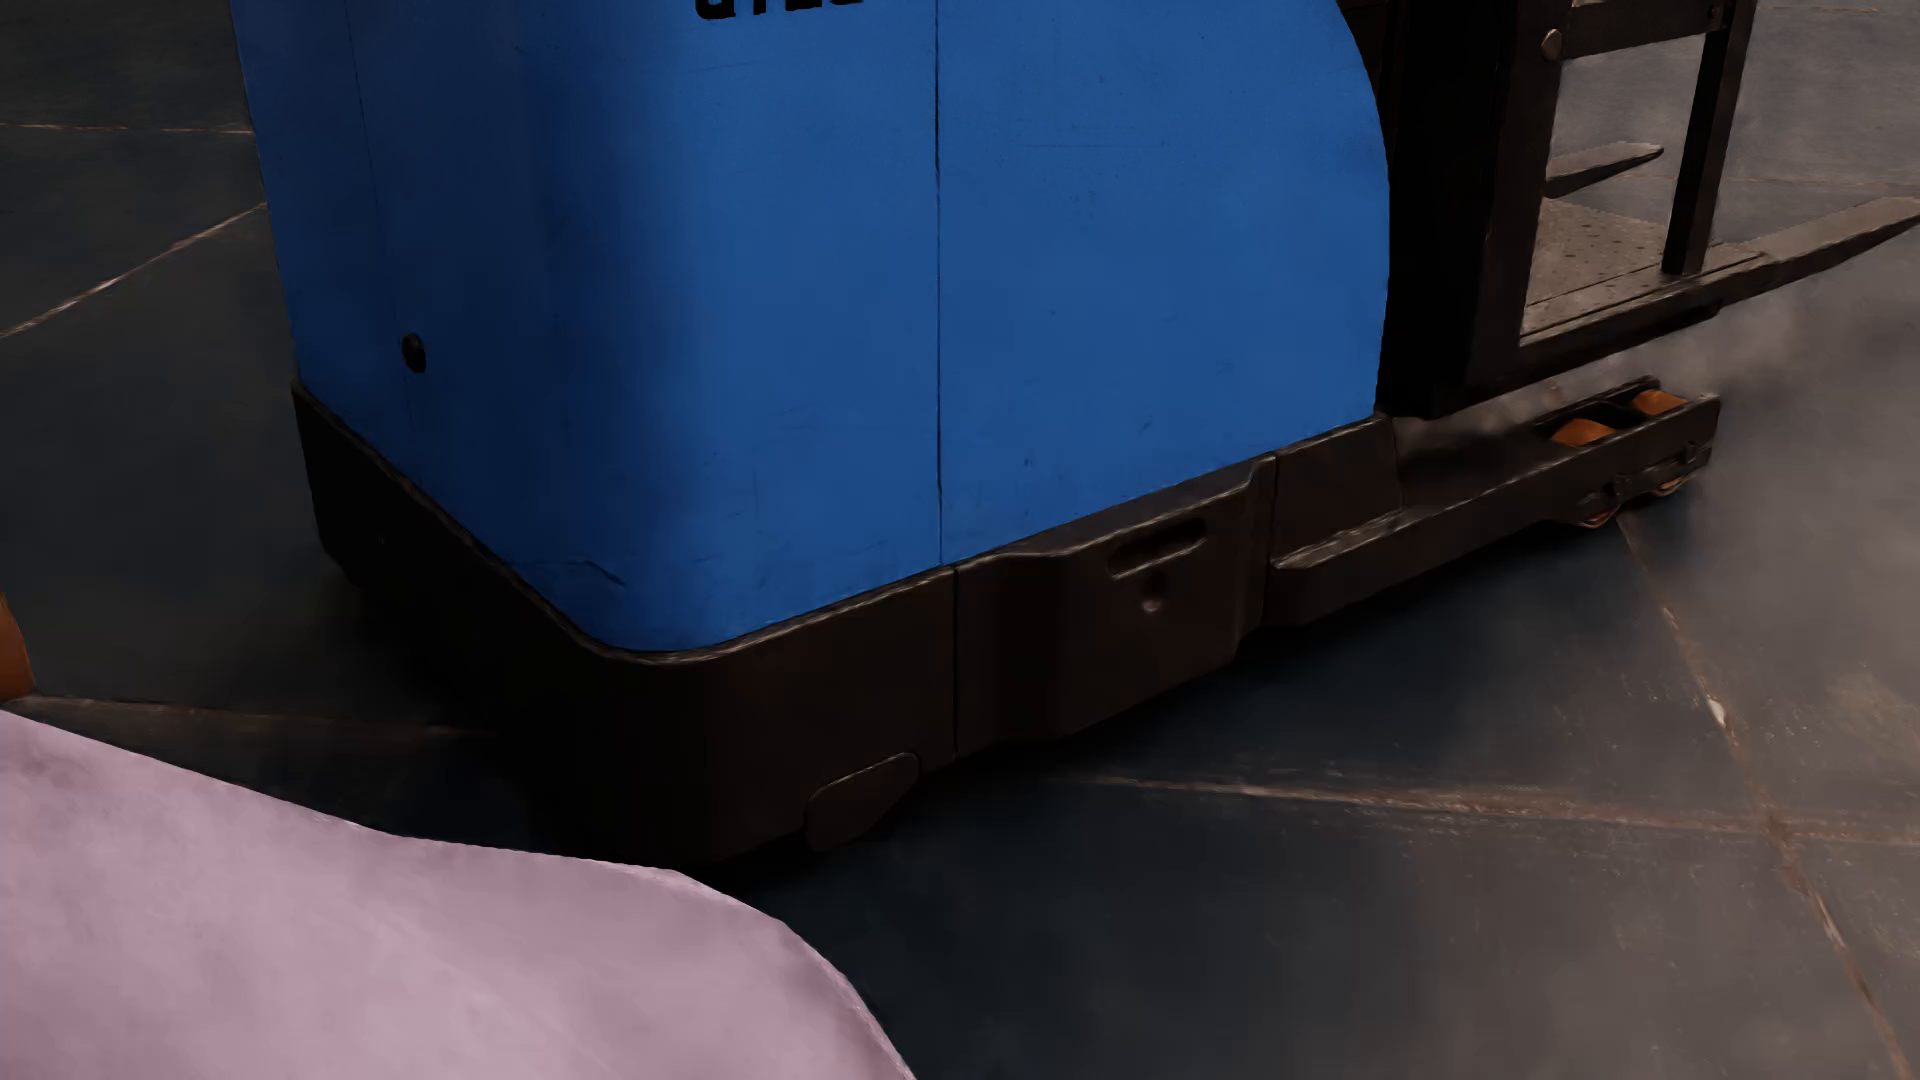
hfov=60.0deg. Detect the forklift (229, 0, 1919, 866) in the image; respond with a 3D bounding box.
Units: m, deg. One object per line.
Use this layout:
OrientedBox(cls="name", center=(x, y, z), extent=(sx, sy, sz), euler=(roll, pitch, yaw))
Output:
OrientedBox(cls="forklift", center=(0.575, -1.496, 2.215), extent=(3.031, 2.935, 1.130), euler=(-19, 32, -33))
